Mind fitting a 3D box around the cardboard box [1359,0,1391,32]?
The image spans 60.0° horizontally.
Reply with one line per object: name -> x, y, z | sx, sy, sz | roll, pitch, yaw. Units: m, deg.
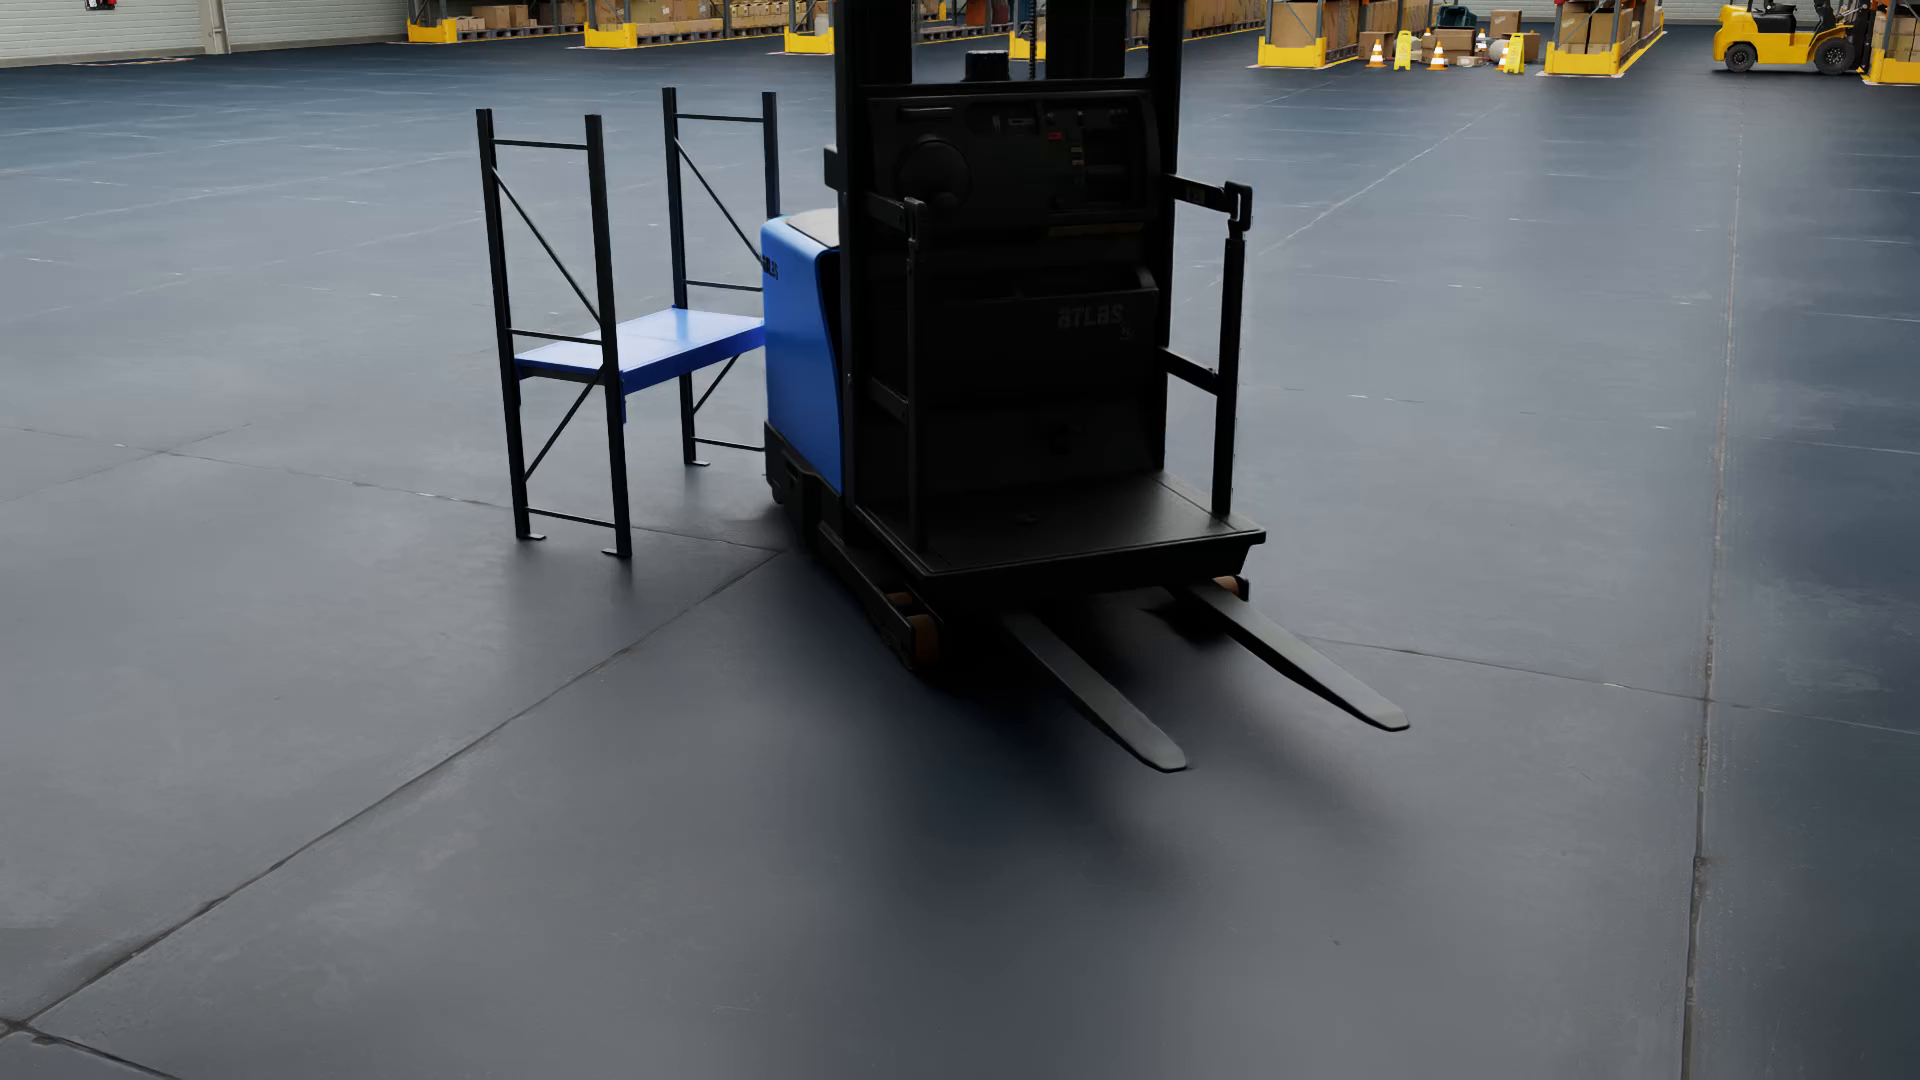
cardboard box -> 8.587, -11.141, 35.549 | 1.050, 0.750, 0.750 | 9, 21, 24

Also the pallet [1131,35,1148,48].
pallet -> 3.469, -10.857, 36.183 | 1.003, 0.211, 1.213 | 9, 21, 23

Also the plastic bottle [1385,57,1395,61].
plastic bottle -> 8.197, -9.091, 31.441 | 0.283, 0.061, 0.133 | 1, 20, 4

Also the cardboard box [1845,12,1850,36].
cardboard box -> 19.595, -11.242, 36.207 | 0.500, 0.500, 0.500 | 10, 22, 25

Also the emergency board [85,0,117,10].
emergency board -> -16.049, -10.497, 31.010 | 0.194, 1.169, 0.643 | 9, 21, 23

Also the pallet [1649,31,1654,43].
pallet -> 15.222, -11.459, 37.874 | 1.003, 0.211, 1.213 | 9, 21, 23

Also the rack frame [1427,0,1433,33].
rack frame -> 10.911, -13.667, 39.922 | 1.000, 3.000, 0.127 | 9, 21, 23

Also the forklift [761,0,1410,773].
forklift -> 0.249, -1.154, 4.841 | 1.130, 2.935, 3.031 | -7, 21, -19

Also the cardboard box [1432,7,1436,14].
cardboard box -> 11.408, -12.955, 40.660 | 0.380, 0.149, 0.250 | 10, 22, 25

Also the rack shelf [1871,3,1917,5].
rack shelf -> 17.542, -10.166, 31.150 | 1.077, 0.370, 4.000 | 9, 21, 23

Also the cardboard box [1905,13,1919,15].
cardboard box -> 16.285, -8.780, 28.165 | 0.500, 0.250, 0.500 | 9, 21, 23

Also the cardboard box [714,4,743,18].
cardboard box -> -5.488, -12.552, 39.427 | 0.500, 0.311, 0.500 | 9, 21, 23

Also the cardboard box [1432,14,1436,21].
cardboard box -> 11.352, -12.729, 40.468 | 0.380, 0.149, 0.250 | 10, 22, 25

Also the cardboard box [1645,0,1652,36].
cardboard box -> 14.559, -11.465, 36.273 | 0.875, 0.875, 0.875 | 9, 21, 23

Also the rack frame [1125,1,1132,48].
rack frame -> 3.152, -11.933, 35.046 | 1.000, 3.000, 0.127 | 9, 21, 23

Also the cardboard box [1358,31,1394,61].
cardboard box -> 7.936, -9.430, 31.734 | 0.500, 0.500, 0.500 | 13, 23, 32

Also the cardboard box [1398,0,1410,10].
cardboard box -> 9.777, -11.995, 37.206 | 0.500, 0.250, 0.500 | 8, 21, 20

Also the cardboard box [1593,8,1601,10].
cardboard box -> 11.496, -9.520, 30.619 | 0.500, 0.500, 0.500 | 9, 22, 25

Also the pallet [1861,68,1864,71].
pallet -> 16.359, -8.342, 29.110 | 1.003, 0.211, 1.213 | 9, 21, 23

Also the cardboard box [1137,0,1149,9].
cardboard box -> 4.335, -12.166, 37.656 | 0.500, 0.250, 0.500 | 11, 22, 29

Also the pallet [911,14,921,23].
pallet -> -1.828, -15.009, 47.858 | 1.003, 0.211, 1.213 | 9, 21, 23

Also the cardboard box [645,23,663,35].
cardboard box -> -6.898, -11.260, 36.630 | 0.500, 0.250, 0.500 | 9, 21, 23

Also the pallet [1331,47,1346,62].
pallet -> 6.755, -9.312, 31.837 | 1.003, 0.211, 1.213 | 9, 21, 23

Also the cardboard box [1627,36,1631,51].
cardboard box -> 12.196, -9.258, 31.001 | 0.500, 0.250, 0.500 | 10, 22, 25

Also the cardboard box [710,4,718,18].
cardboard box -> -5.980, -12.623, 39.626 | 0.500, 0.311, 0.500 | 9, 21, 23

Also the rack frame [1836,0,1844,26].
rack frame -> 21.637, -13.562, 39.625 | 1.000, 3.000, 0.127 | 9, 21, 23

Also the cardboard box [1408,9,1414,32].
cardboard box -> 9.999, -11.800, 37.775 | 0.500, 0.500, 0.500 | 9, 21, 23

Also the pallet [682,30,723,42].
pallet -> -6.248, -11.742, 38.671 | 1.003, 0.211, 1.213 | 9, 21, 23

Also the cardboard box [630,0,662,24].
cardboard box -> -6.897, -11.613, 36.503 | 0.500, 0.500, 0.500 | 9, 21, 23

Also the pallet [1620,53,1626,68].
pallet -> 11.452, -8.675, 30.046 | 1.003, 0.211, 1.213 | 9, 21, 23

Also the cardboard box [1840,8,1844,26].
cardboard box -> 20.607, -12.004, 38.349 | 0.500, 0.500, 0.500 | 9, 21, 24

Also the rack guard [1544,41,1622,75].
rack guard -> 10.586, -8.196, 28.268 | 1.175, 0.500, 0.348 | 9, 21, 23

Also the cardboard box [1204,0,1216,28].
cardboard box -> 5.463, -12.832, 40.118 | 1.225, 0.875, 0.875 | 9, 21, 23

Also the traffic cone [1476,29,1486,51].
traffic cone -> 10.630, -10.175, 33.889 | 0.336, 0.463, 0.334 | 9, 21, 23

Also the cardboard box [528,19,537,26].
cardboard box -> -10.597, -12.677, 40.709 | 0.380, 0.166, 0.250 | 6, 20, 16

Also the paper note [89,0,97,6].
paper note -> -16.185, -10.038, 31.032 | 0.016, 0.148, 0.142 | 9, 21, 23

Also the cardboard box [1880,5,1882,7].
cardboard box -> 20.008, -11.431, 35.771 | 0.380, 0.149, 0.250 | 9, 21, 23

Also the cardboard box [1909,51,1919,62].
cardboard box -> 15.464, -7.696, 26.609 | 0.500, 0.250, 0.500 | 9, 21, 23

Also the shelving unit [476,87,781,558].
shelving unit -> -1.144, -0.840, 6.091 | 0.538, 1.500, 1.048 | 10, 22, 26

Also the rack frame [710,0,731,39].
rack frame -> -5.884, -13.293, 38.871 | 1.000, 3.000, 0.127 | 9, 21, 23

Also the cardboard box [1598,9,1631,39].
cardboard box -> 11.781, -9.299, 29.998 | 0.500, 0.500, 0.500 | 10, 22, 26

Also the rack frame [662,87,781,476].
rack frame -> -0.911, -0.991, 6.517 | 0.500, 1.500, 0.032 | 10, 22, 26

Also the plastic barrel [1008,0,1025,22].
plastic barrel -> 1.381, -13.887, 43.045 | 0.600, 0.901, 0.708 | 9, 21, 23

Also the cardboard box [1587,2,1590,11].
cardboard box -> 10.949, -9.470, 29.512 | 0.380, 0.149, 0.250 | 10, 22, 25

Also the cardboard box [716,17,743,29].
cardboard box -> -5.493, -12.285, 39.513 | 0.500, 0.250, 0.500 | 8, 21, 21

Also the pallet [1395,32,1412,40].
pallet -> 9.595, -11.369, 37.622 | 1.003, 0.211, 1.213 | 9, 21, 23
